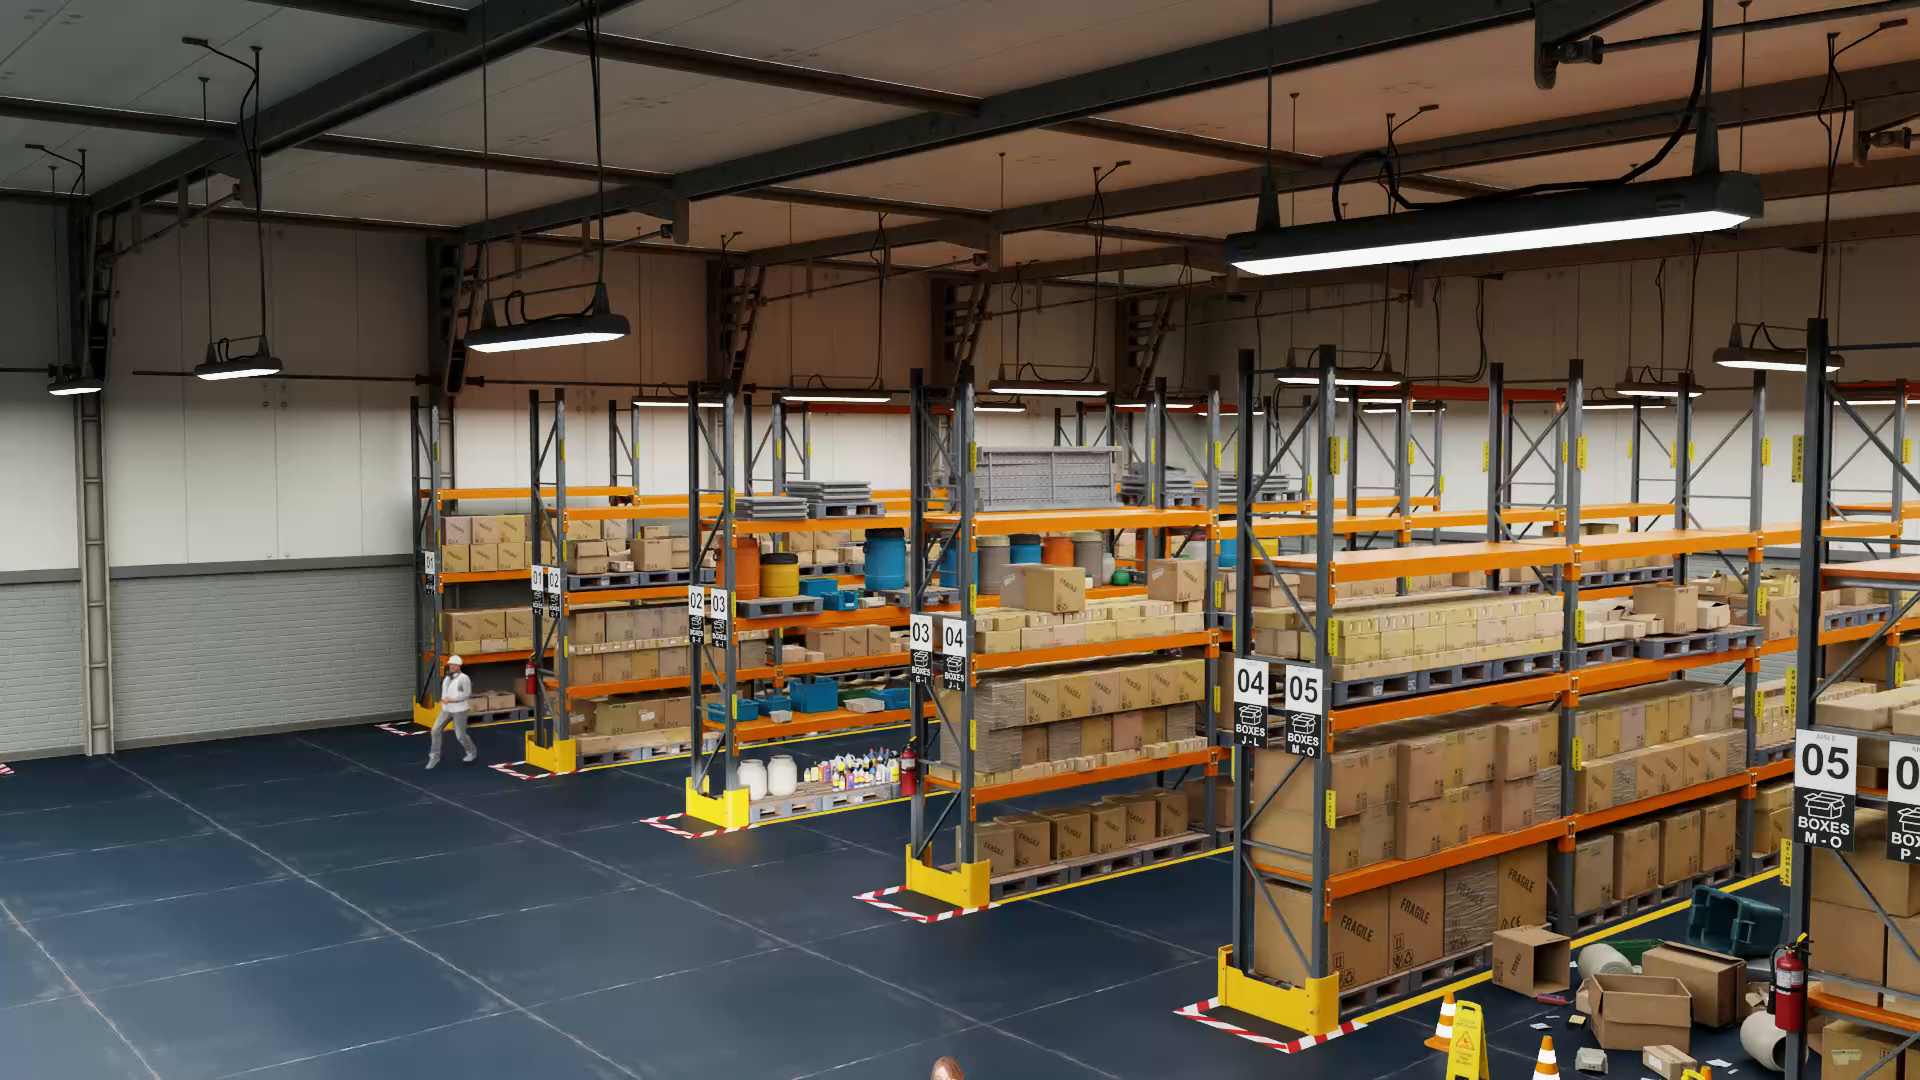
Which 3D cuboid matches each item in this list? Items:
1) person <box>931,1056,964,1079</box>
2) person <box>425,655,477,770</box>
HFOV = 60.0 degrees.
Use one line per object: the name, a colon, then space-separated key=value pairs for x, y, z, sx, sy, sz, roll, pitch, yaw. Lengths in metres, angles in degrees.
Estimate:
person: x=-0.069 y=3.804 z=9.754 sx=0.551 sy=1.594 sz=0.834 roll=0 pitch=3 yaw=4
person: x=-8.033 y=2.728 z=26.426 sx=0.656 sy=1.808 sz=0.842 roll=2 pitch=4 yaw=27
